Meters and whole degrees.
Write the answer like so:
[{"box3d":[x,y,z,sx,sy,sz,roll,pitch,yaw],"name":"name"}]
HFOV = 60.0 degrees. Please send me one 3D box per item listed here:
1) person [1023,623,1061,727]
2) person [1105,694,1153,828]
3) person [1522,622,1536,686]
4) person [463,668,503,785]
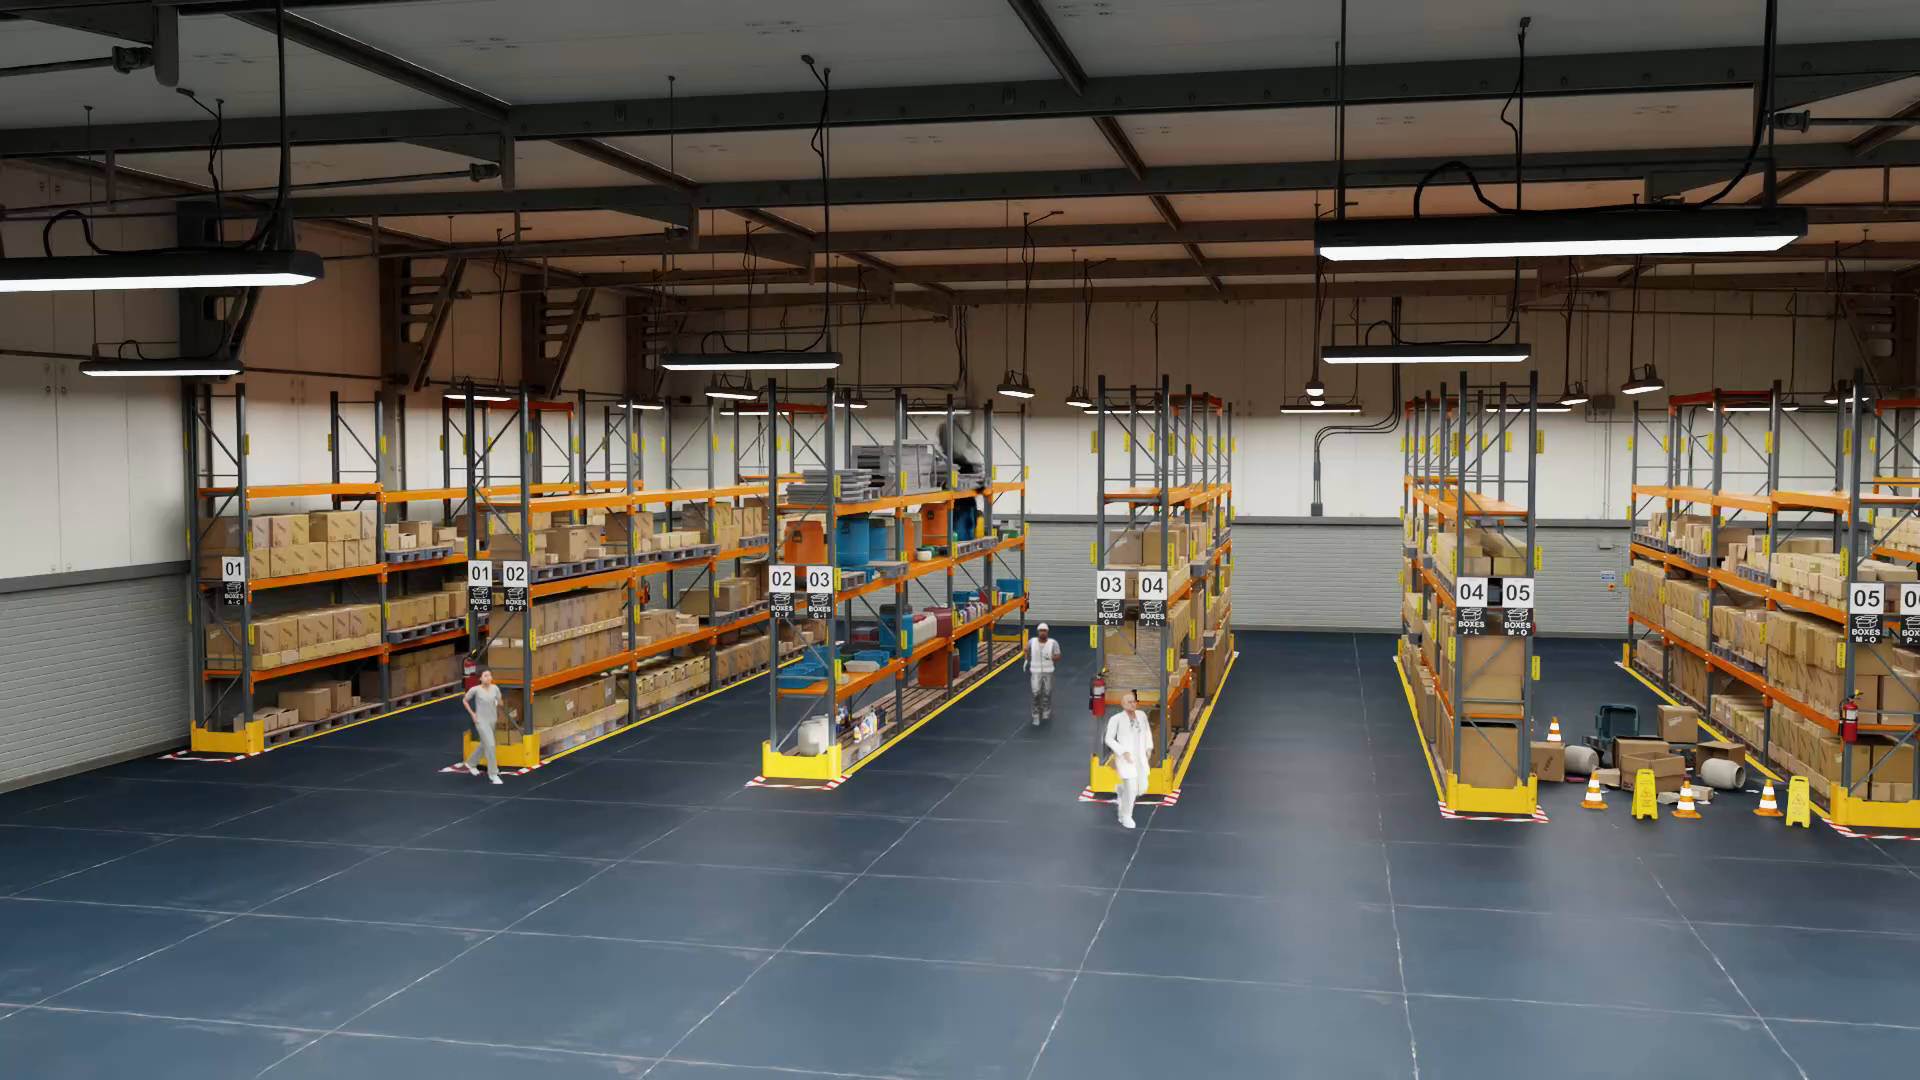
[{"box3d":[1.466,2.407,29.799,0.666,1.843,0.782,0,3,2],"name":"person"},{"box3d":[2.226,2.890,21.922,0.732,1.752,0.706,-2,4,-26],"name":"person"},{"box3d":[11.533,2.180,34.283,0.642,1.787,0.763,1,3,9],"name":"person"},{"box3d":[-7.070,2.747,24.790,0.880,1.701,0.549,2,4,37],"name":"person"}]
